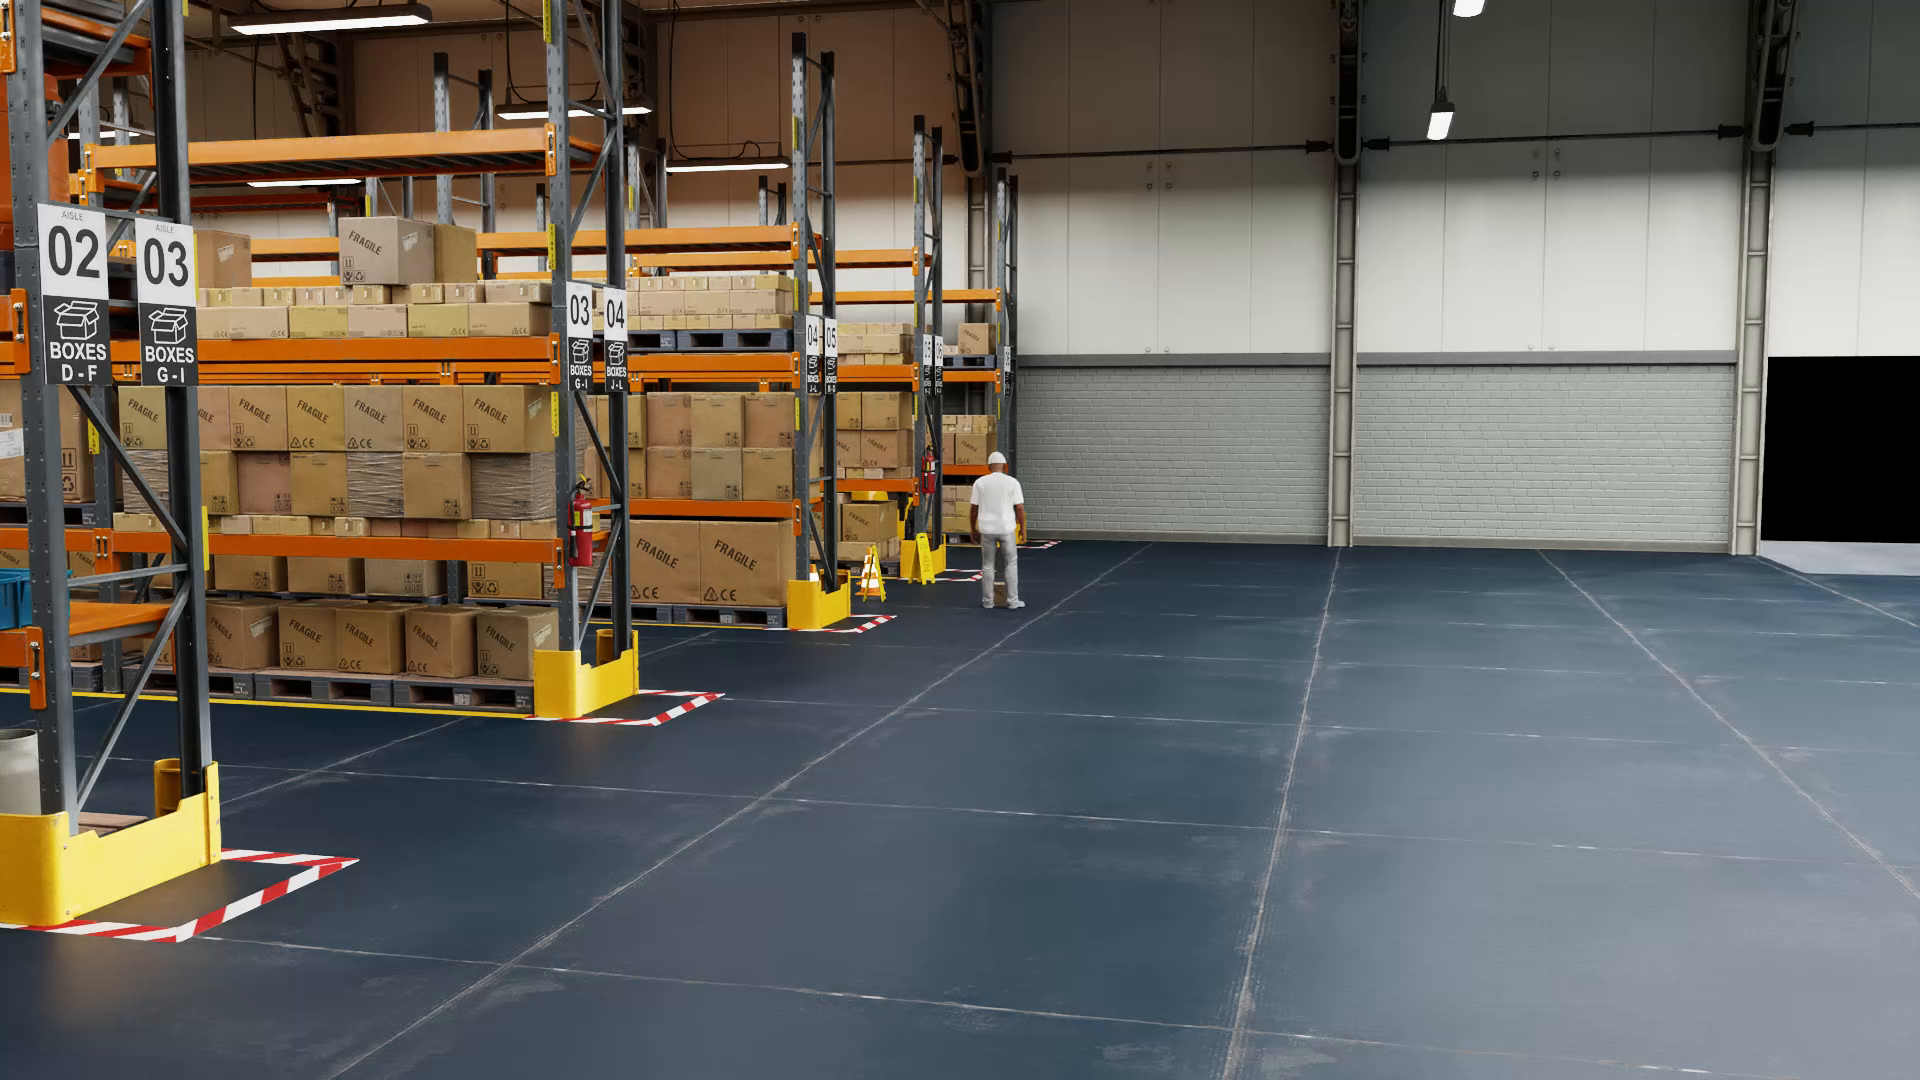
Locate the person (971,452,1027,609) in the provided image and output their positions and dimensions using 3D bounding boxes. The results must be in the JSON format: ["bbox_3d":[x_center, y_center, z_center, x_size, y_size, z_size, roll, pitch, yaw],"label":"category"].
[{"bbox_3d":[0.444,-0.111,18.745,0.625,1.760,0.459,1,5,13],"label":"person"}]
